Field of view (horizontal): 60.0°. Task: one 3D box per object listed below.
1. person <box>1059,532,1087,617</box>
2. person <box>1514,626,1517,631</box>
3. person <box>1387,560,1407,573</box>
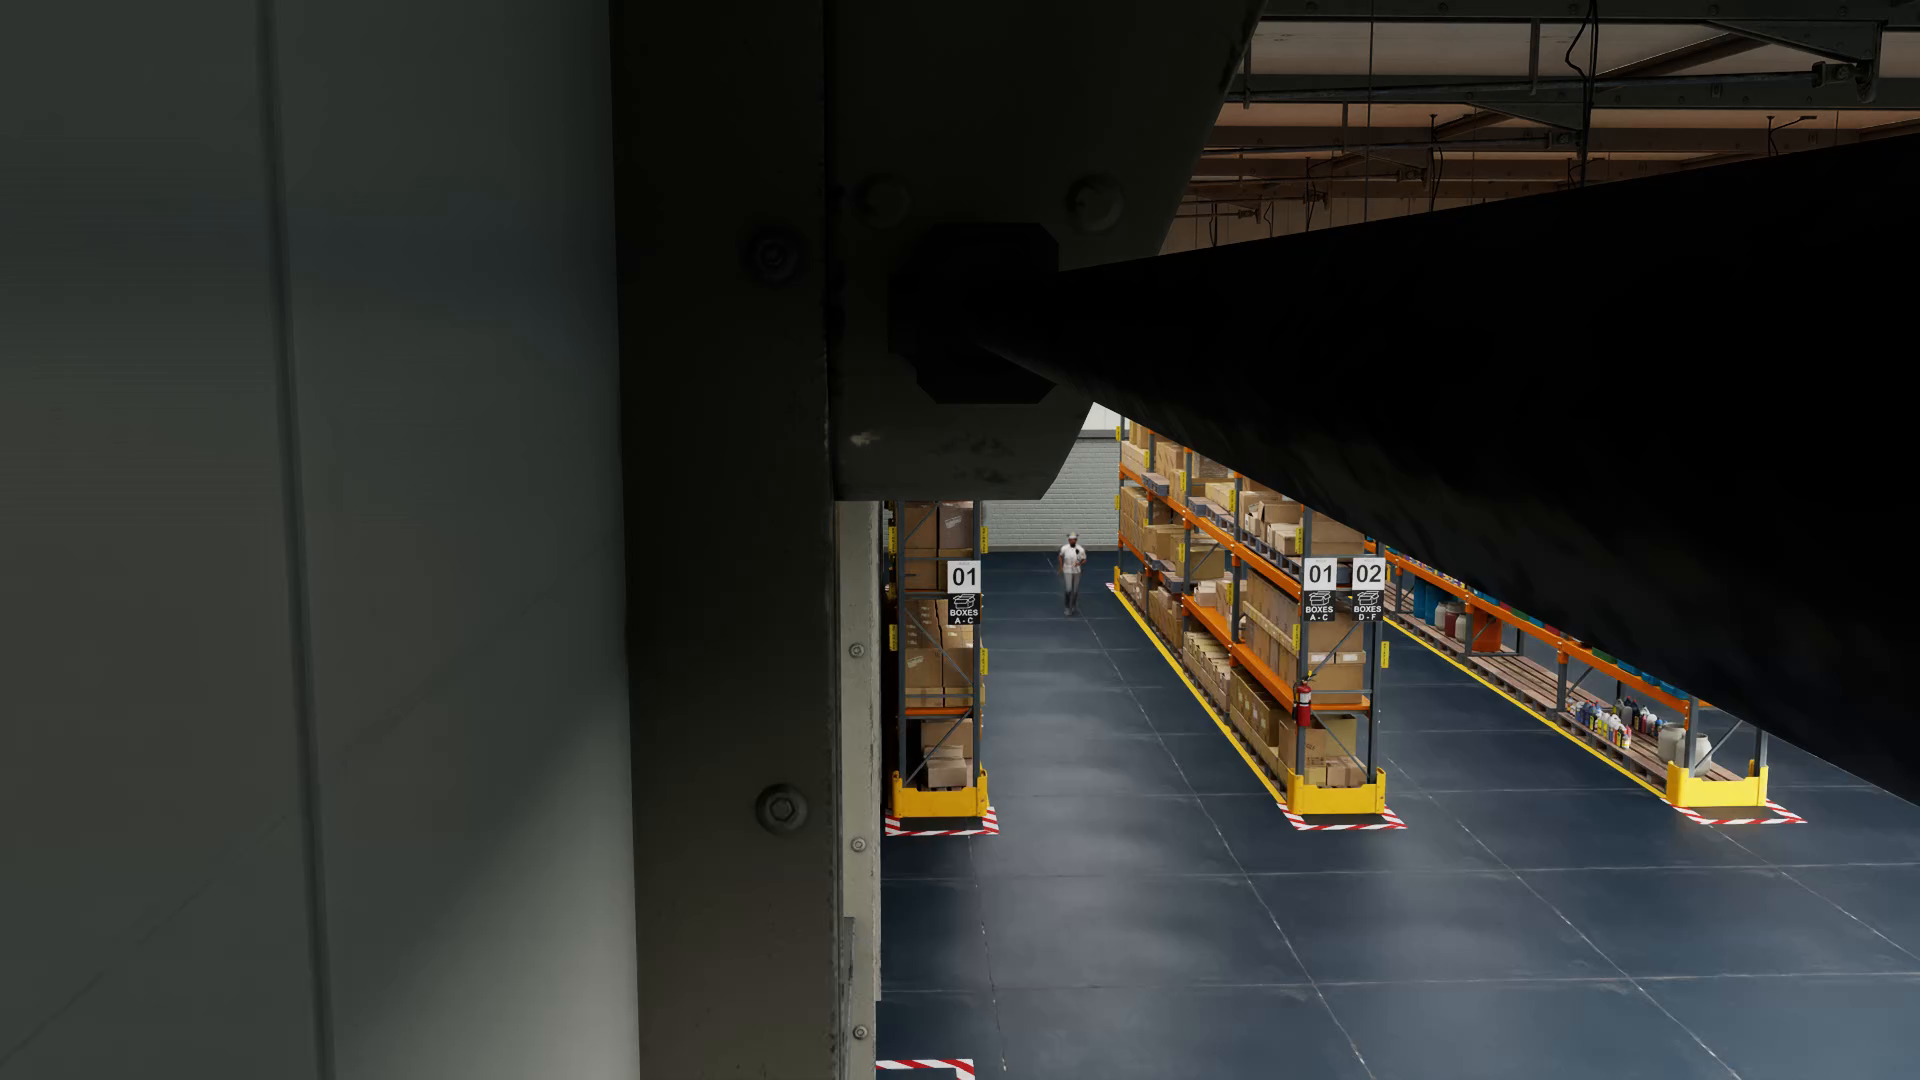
[{"bbox_3d":[2.273,0.686,33.492,0.549,1.724,0.685,0,8,0],"label":"person"},{"bbox_3d":[10.632,0.897,32.181,0.531,1.626,0.824,-2,8,-11],"label":"person"},{"bbox_3d":[10.310,-0.060,38.933,0.702,1.646,0.648,3,9,21],"label":"person"}]
